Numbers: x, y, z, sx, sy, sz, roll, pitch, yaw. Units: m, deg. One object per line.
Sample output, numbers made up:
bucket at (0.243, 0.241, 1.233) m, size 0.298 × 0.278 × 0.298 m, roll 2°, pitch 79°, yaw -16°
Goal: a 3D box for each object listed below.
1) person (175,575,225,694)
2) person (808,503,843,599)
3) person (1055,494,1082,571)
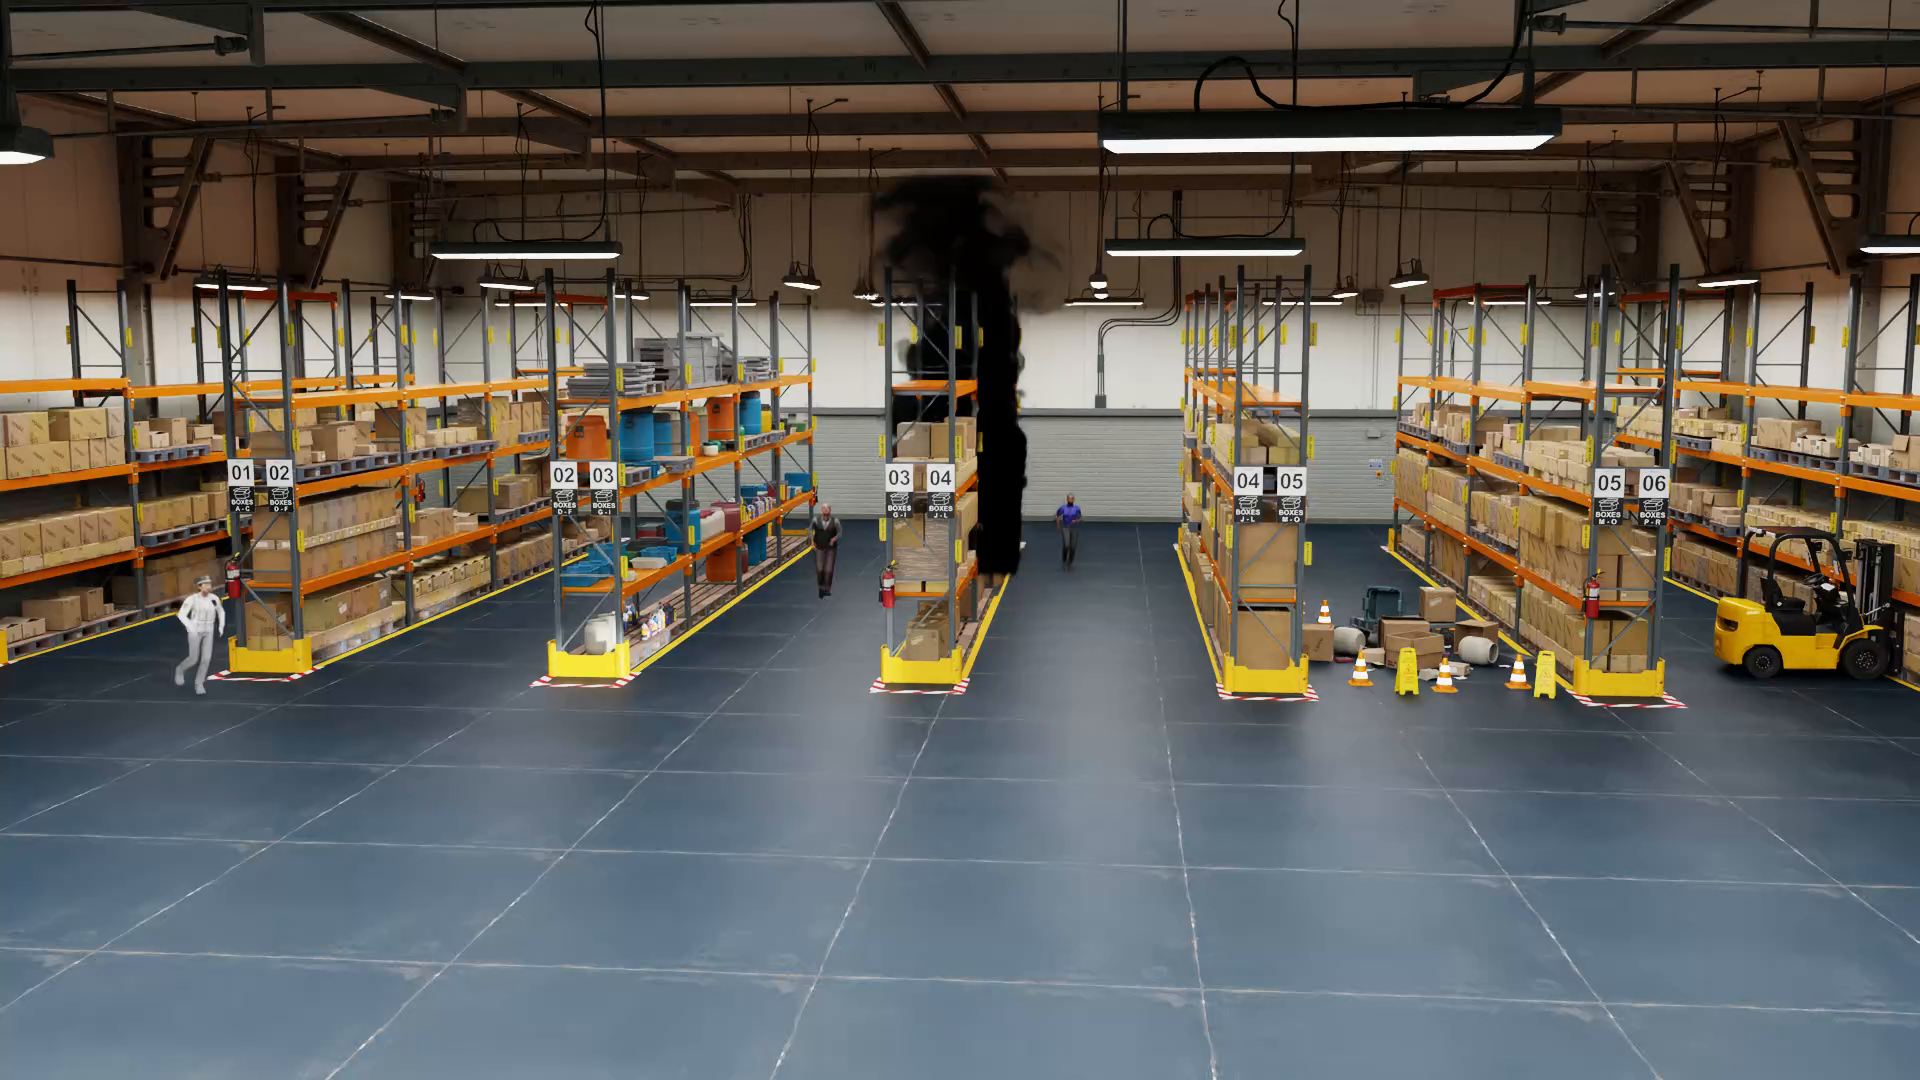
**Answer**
person at (-10.818, 1.317, 23.757) m, size 0.659 × 1.665 × 0.669 m, roll 6°, pitch 9°, yaw 42°
person at (-2.464, 0.214, 30.370) m, size 0.642 × 1.773 × 0.544 m, roll 0°, pitch 7°, yaw -4°
person at (2.359, -0.165, 35.871) m, size 0.550 × 1.664 × 0.687 m, roll -1°, pitch 7°, yaw -5°
